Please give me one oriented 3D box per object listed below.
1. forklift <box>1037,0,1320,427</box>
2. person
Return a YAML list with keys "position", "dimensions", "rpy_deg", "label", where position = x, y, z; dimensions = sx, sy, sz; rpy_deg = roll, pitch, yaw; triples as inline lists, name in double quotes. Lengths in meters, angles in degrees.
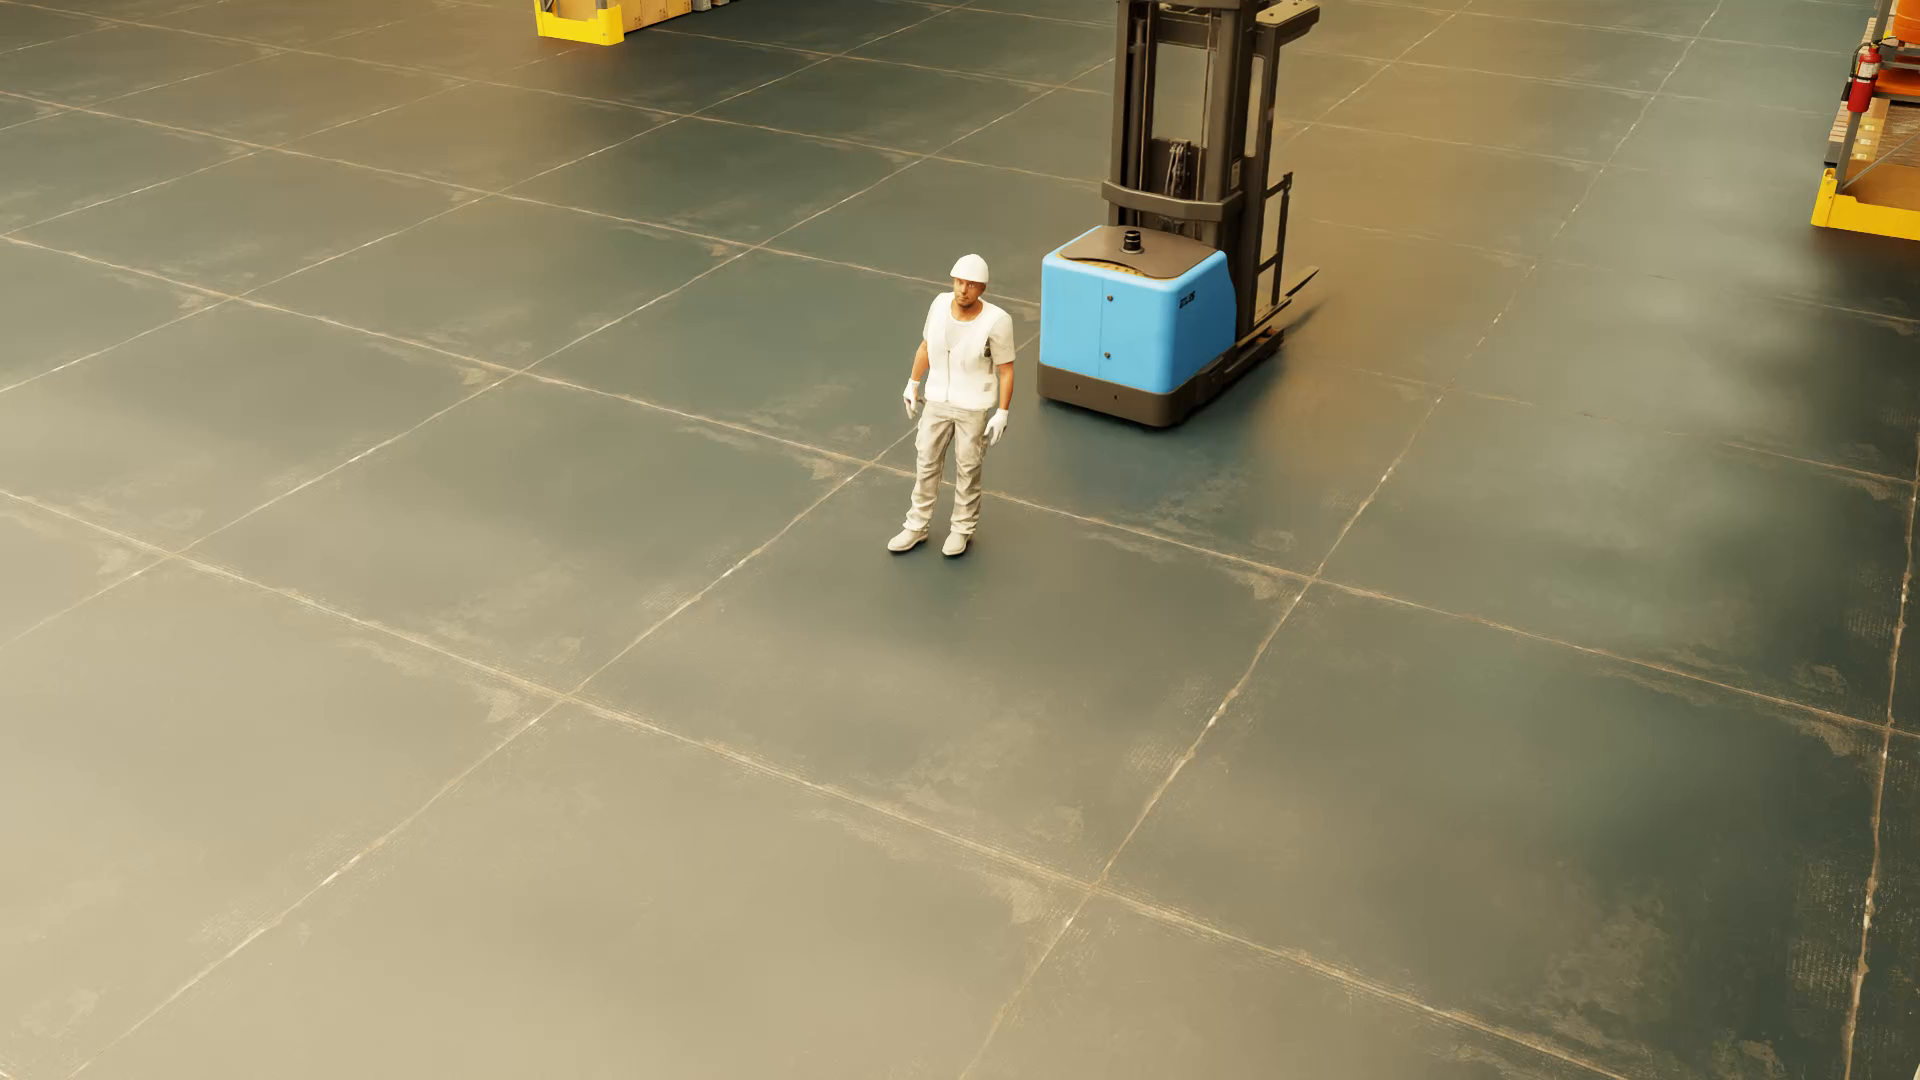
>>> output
- position: [1.769, -2.723, 11.789]
  dimensions: [1.130, 2.935, 3.031]
  rpy_deg: [18, 35, 28]
  label: "forklift"
- position: [-0.042, -0.749, 9.502]
  dimensions: [0.657, 1.785, 0.575]
  rpy_deg: [15, 33, 25]
  label: "person"
